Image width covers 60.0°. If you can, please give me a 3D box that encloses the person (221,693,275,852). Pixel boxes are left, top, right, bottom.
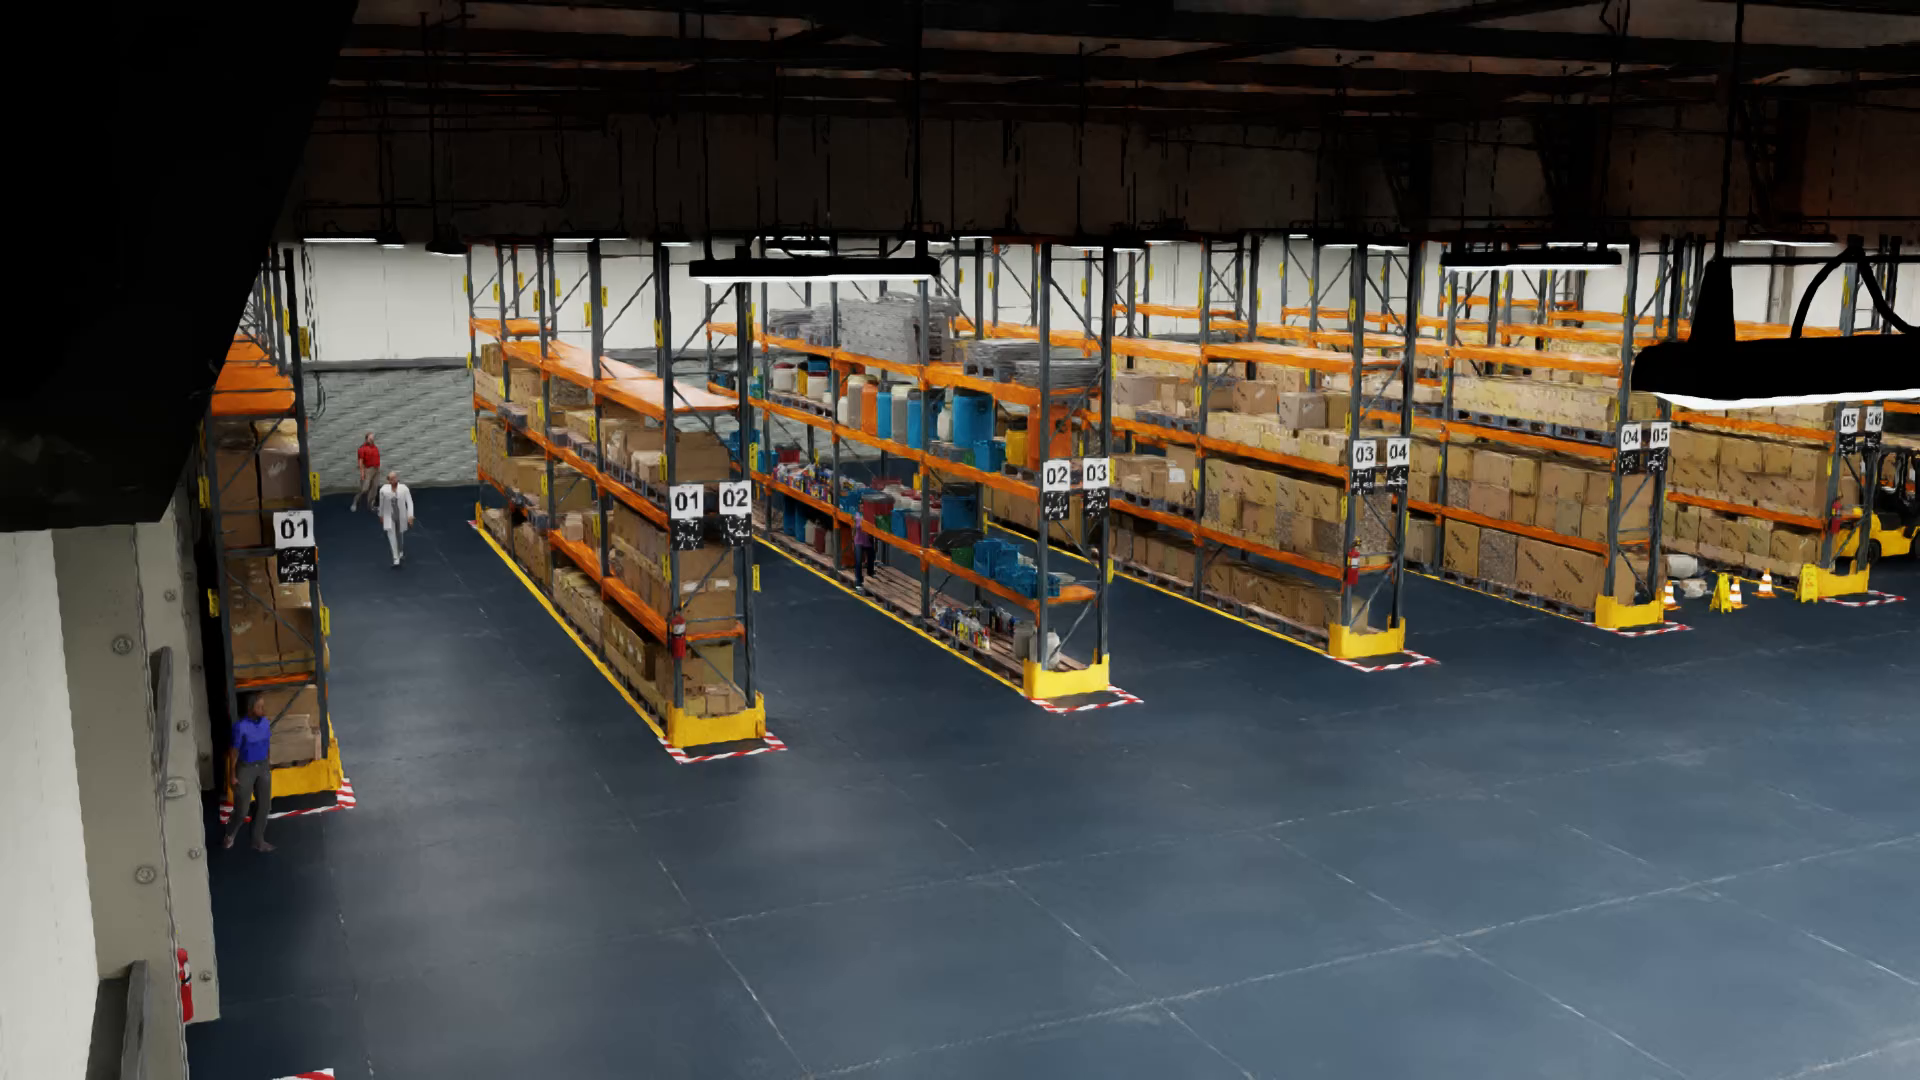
[{"bbox_3d":[-7.224,2.336,16.795,0.528,1.646,0.517,6,13,29],"label":"person"}]

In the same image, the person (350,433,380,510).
[{"bbox_3d":[-12.970,-1.479,36.239,0.546,1.717,0.721,5,12,25],"label":"person"}]

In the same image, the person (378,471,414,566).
[{"bbox_3d":[-10.423,-0.424,30.768,0.603,1.725,1.110,-5,12,-24],"label":"person"}]

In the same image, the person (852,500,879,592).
[{"bbox_3d":[-1.613,0.058,28.347,0.462,1.556,0.870,0,11,-2],"label":"person"}]
